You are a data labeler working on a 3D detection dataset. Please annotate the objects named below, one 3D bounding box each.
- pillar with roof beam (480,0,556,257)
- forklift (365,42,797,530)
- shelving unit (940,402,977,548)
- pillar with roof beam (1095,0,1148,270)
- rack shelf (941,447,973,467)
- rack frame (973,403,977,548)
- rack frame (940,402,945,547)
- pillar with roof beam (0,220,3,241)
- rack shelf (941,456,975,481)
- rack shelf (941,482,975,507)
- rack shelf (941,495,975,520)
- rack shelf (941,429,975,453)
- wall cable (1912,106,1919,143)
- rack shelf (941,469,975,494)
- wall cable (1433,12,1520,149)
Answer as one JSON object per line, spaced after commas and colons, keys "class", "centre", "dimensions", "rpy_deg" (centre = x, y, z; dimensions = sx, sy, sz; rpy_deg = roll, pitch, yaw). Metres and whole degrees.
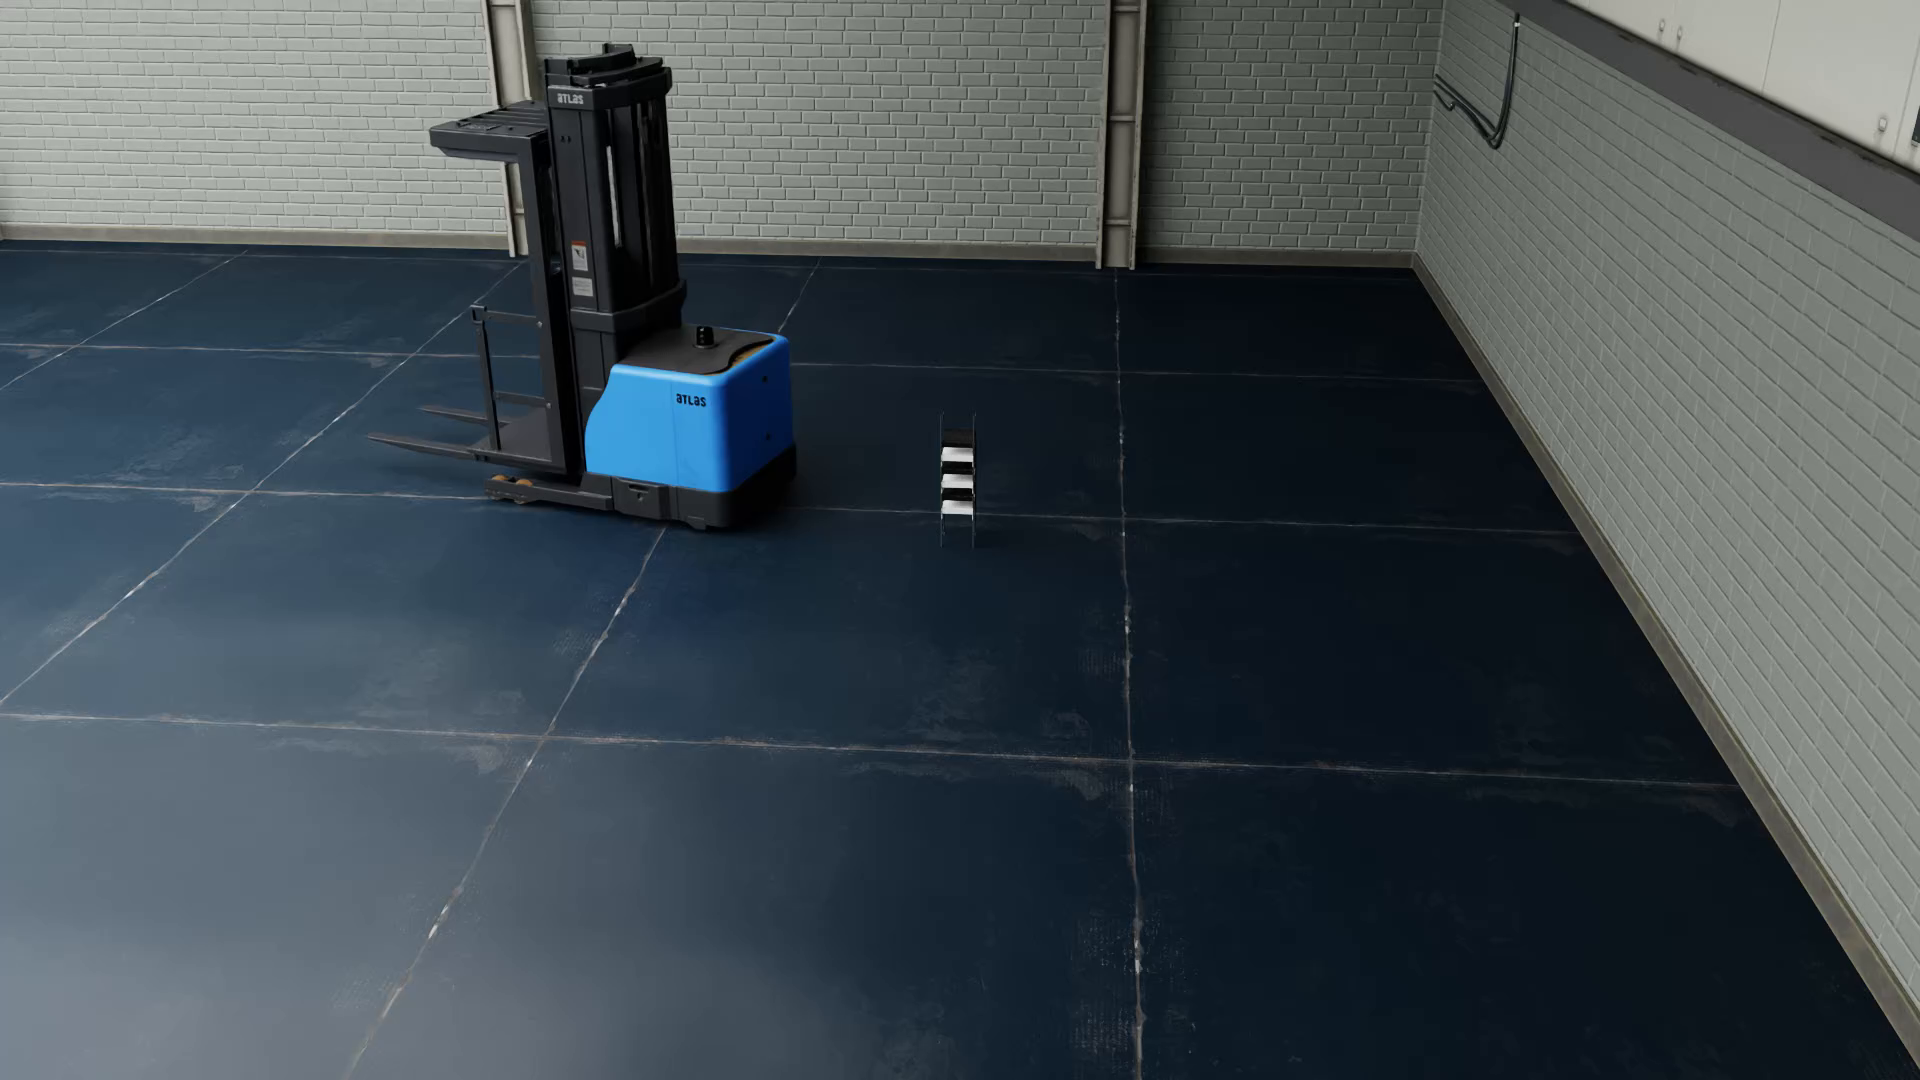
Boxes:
{"class": "pillar with roof beam", "centre": [-4.744, -5.261, 11.419], "dimensions": [0.400, 9.000, 9.100], "rpy_deg": [2, 25, 4]}
{"class": "forklift", "centre": [-2.703, -1.768, 11.085], "dimensions": [3.031, 2.935, 1.130], "rpy_deg": [9, 26, 19]}
{"class": "shelving unit", "centre": [-0.008, -0.409, 10.562], "dimensions": [0.210, 0.900, 0.258], "rpy_deg": [2, 25, 4]}
{"class": "pillar with roof beam", "centre": [1.239, -5.069, 11.002], "dimensions": [0.400, 9.000, 9.100], "rpy_deg": [2, 25, 4]}
{"class": "rack shelf", "centre": [-0.008, -0.542, 10.501], "dimensions": [0.200, 0.077, 0.258], "rpy_deg": [2, 25, 4]}
{"class": "rack frame", "centre": [0.093, -0.406, 10.555], "dimensions": [0.006, 0.900, 0.240], "rpy_deg": [2, 25, 4]}
{"class": "rack frame", "centre": [-0.109, -0.412, 10.570], "dimensions": [0.006, 0.900, 0.240], "rpy_deg": [2, 25, 4]}
{"class": "pillar with roof beam", "centre": [-10.726, -5.453, 11.836], "dimensions": [0.400, 9.000, 9.100], "rpy_deg": [2, 25, 4]}
{"class": "rack shelf", "centre": [-0.008, -0.461, 10.539], "dimensions": [0.200, 0.077, 0.258], "rpy_deg": [2, 25, 4]}
{"class": "rack shelf", "centre": [-0.008, -0.297, 10.614], "dimensions": [0.200, 0.077, 0.258], "rpy_deg": [2, 25, 4]}
{"class": "rack shelf", "centre": [-0.008, -0.215, 10.652], "dimensions": [0.200, 0.077, 0.258], "rpy_deg": [2, 25, 4]}
{"class": "rack shelf", "centre": [-0.008, -0.624, 10.464], "dimensions": [0.200, 0.077, 0.258], "rpy_deg": [2, 25, 4]}
{"class": "wall cable", "centre": [3.662, -3.807, 4.190], "dimensions": [0.169, 6.003, 2.305], "rpy_deg": [2, 25, 4]}
{"class": "rack shelf", "centre": [-0.008, -0.379, 10.576], "dimensions": [0.200, 0.077, 0.258], "rpy_deg": [2, 25, 4]}
{"class": "wall cable", "centre": [4.404, -4.808, 14.148], "dimensions": [0.112, 2.526, 3.097], "rpy_deg": [2, 25, 4]}
